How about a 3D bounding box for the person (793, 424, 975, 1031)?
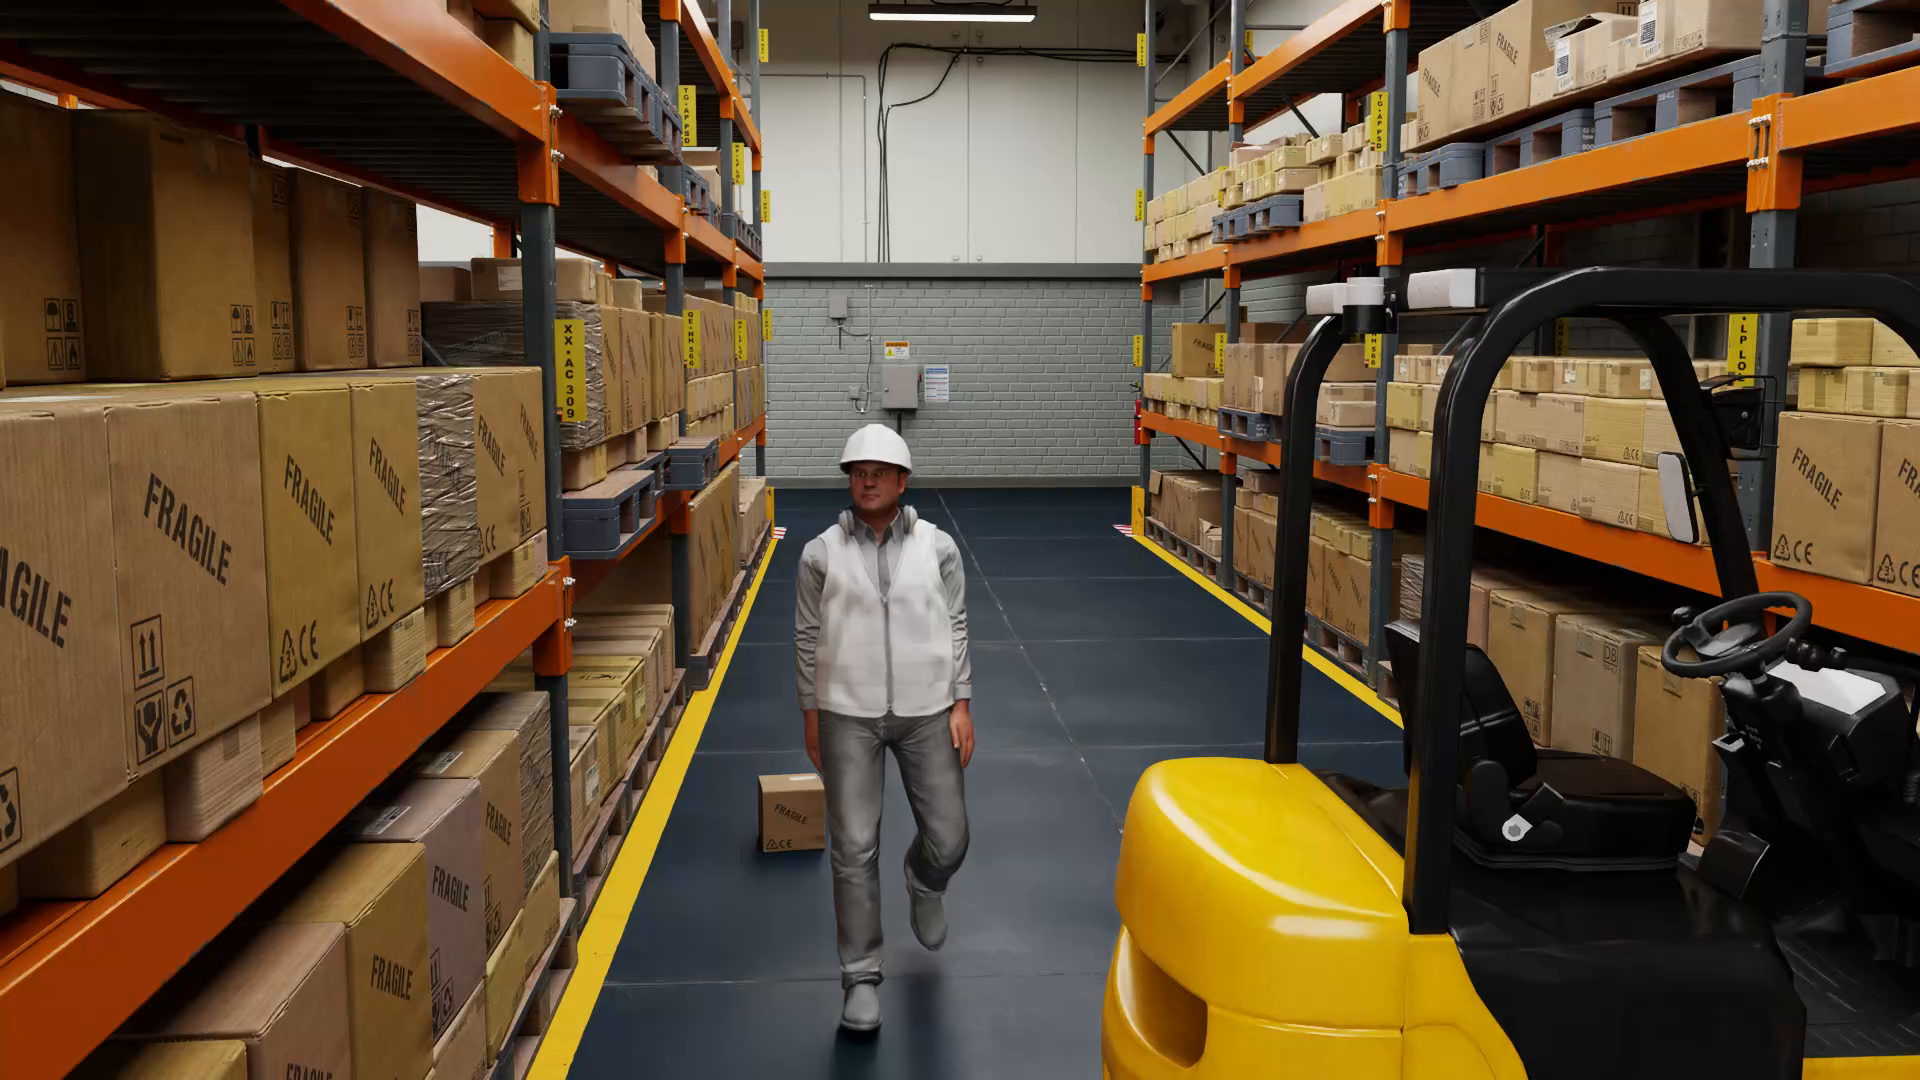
[{"bbox_3d":[-0.229,0.528,5.091,0.549,1.756,0.741,-1,7,-8],"label":"person"}]
